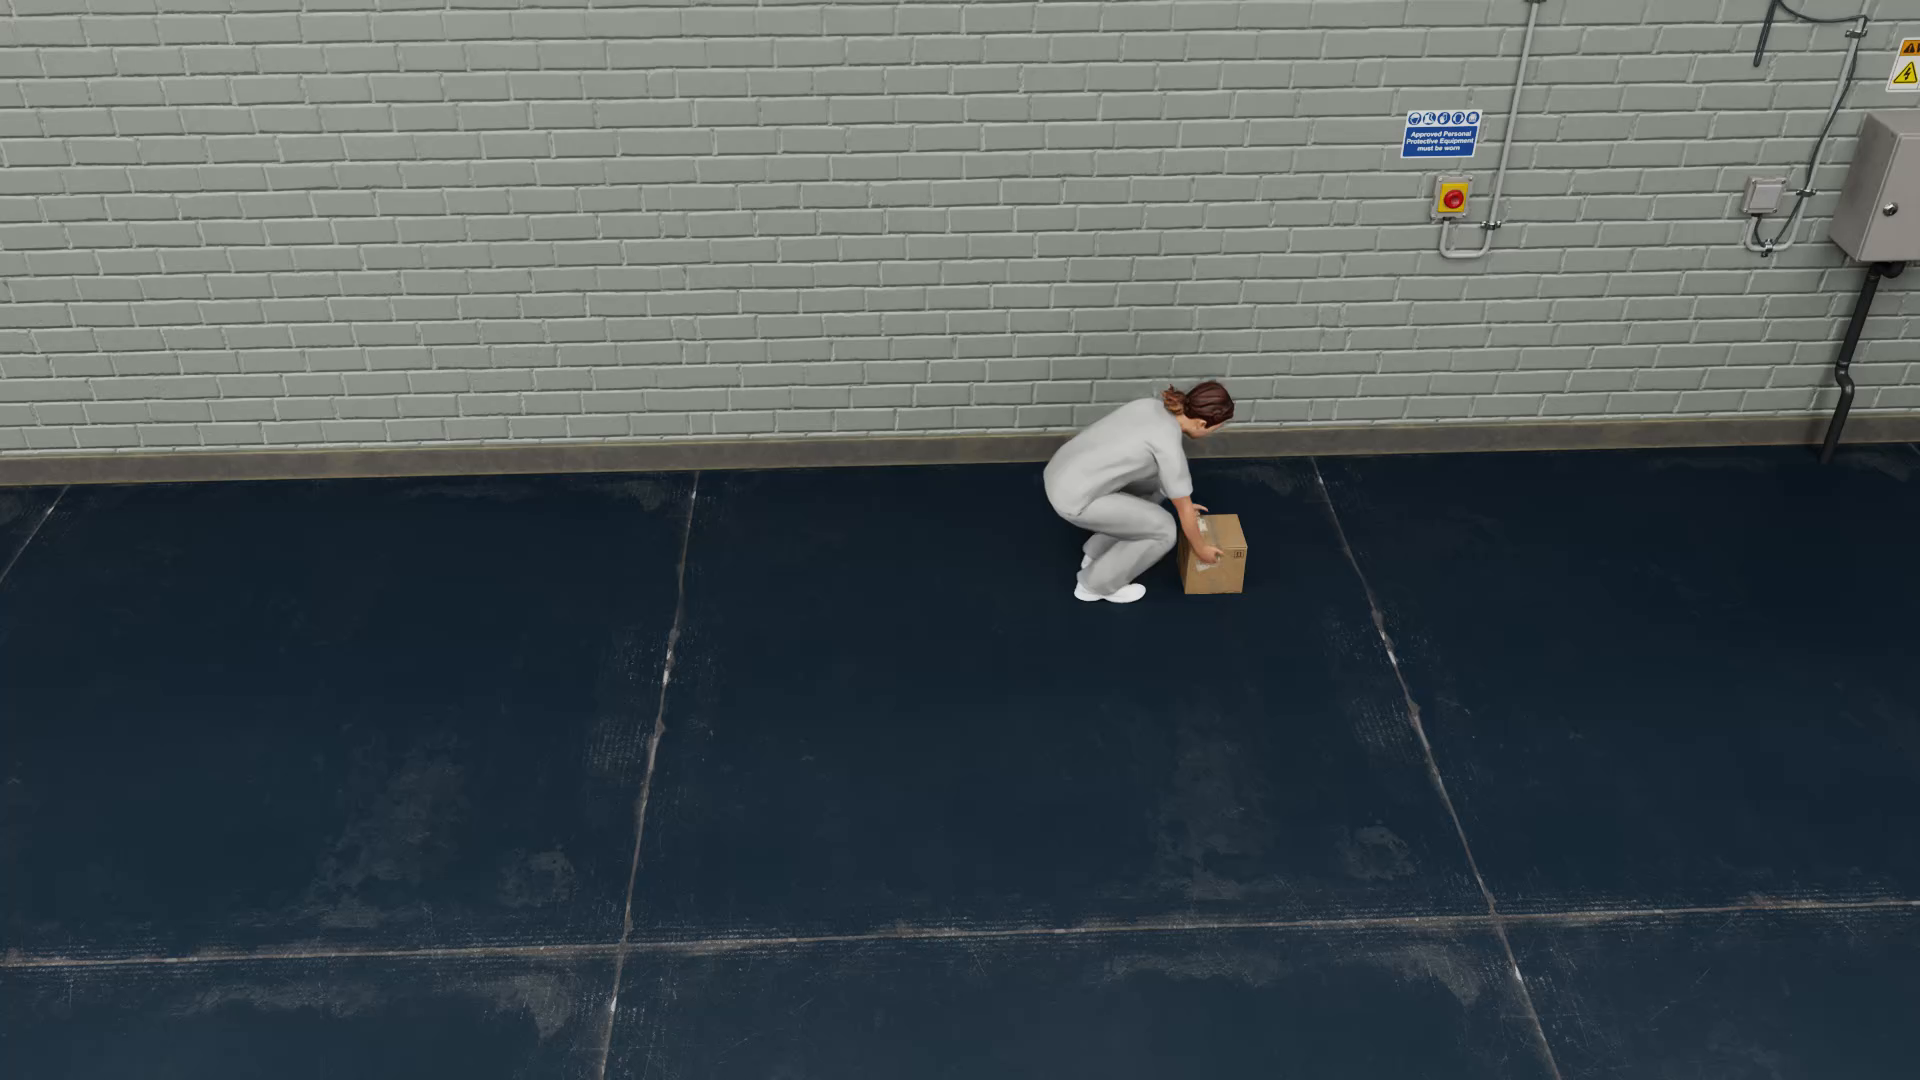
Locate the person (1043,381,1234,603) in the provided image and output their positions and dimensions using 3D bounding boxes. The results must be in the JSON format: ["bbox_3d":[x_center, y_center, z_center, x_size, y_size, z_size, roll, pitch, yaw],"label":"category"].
[{"bbox_3d":[0.748,-0.224,7.091,0.790,0.951,0.486,-2,35,-2],"label":"person"}]
